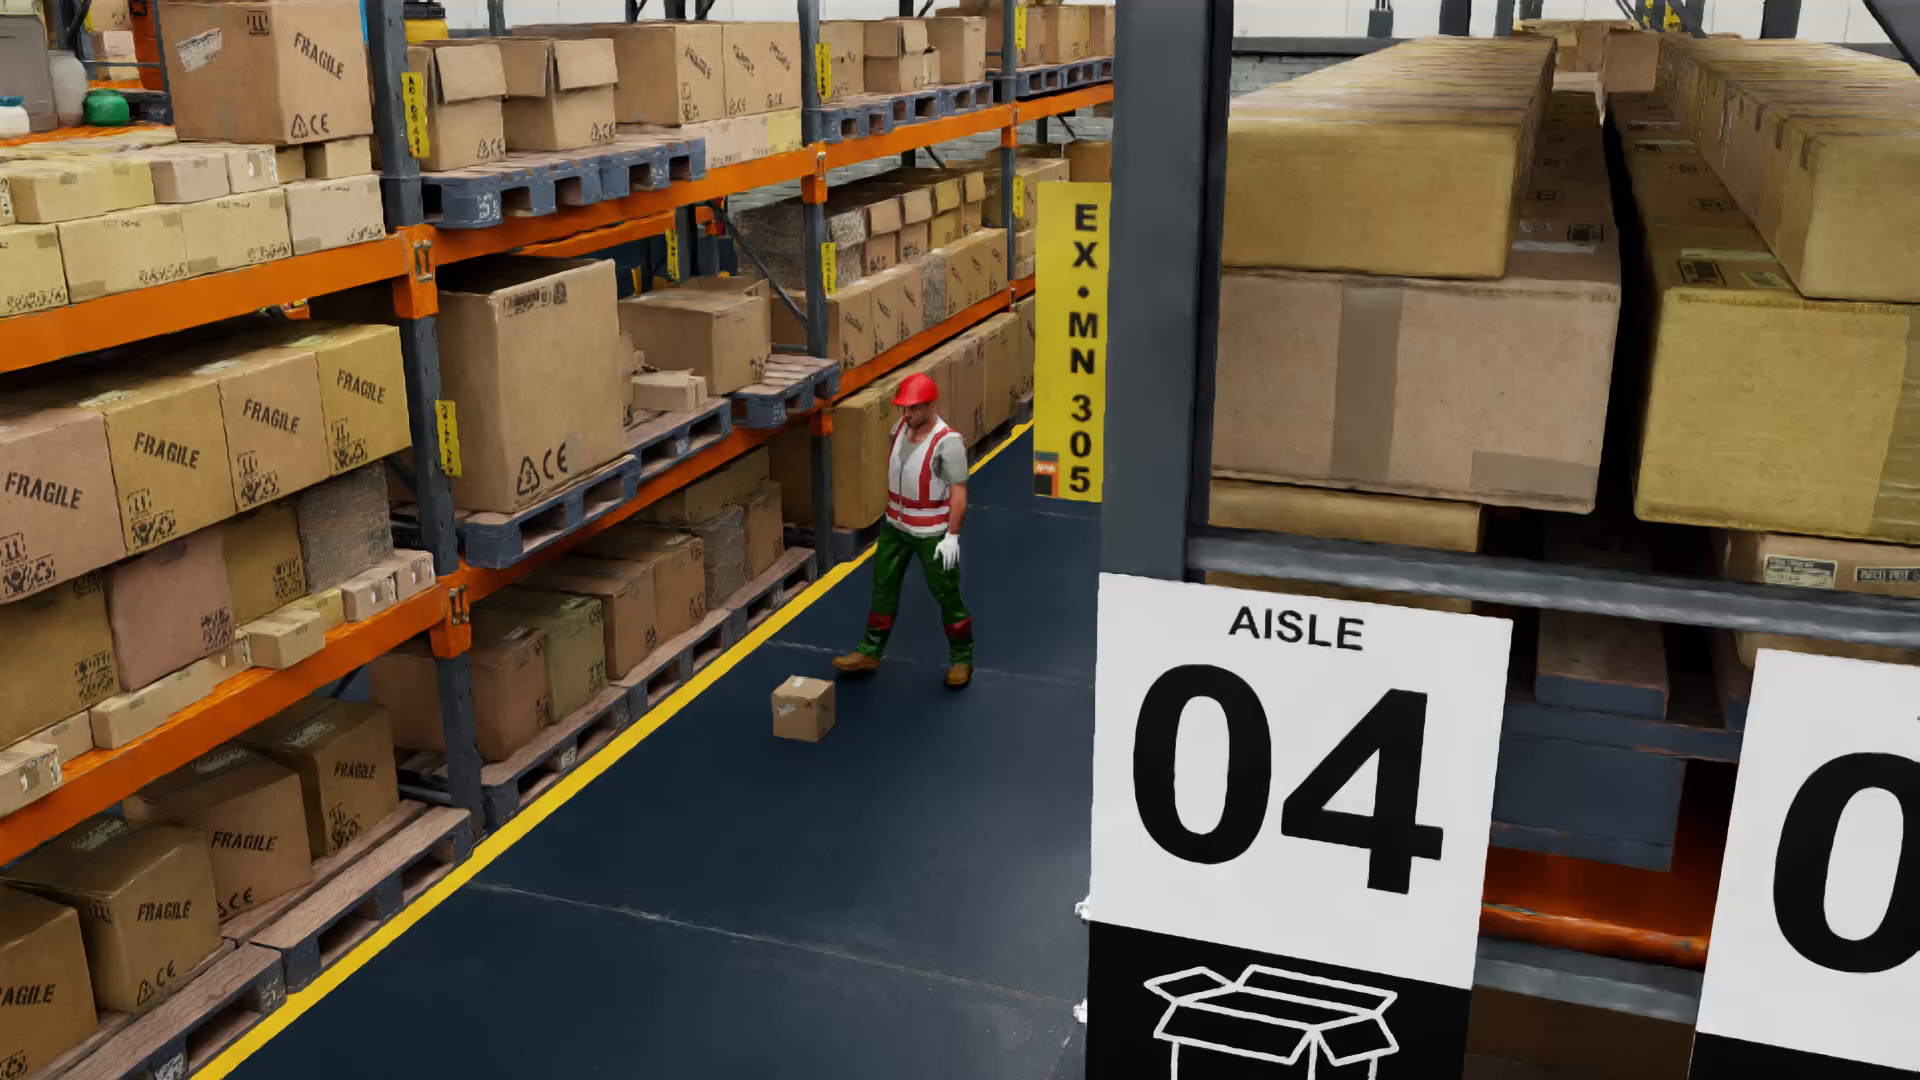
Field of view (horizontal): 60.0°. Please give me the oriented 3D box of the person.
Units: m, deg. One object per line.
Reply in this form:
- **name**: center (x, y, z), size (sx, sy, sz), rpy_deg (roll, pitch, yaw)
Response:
- **person**: center (-0.283, -0.065, 9.163), size (0.715, 1.769, 0.631), rpy_deg (17, 25, 42)
